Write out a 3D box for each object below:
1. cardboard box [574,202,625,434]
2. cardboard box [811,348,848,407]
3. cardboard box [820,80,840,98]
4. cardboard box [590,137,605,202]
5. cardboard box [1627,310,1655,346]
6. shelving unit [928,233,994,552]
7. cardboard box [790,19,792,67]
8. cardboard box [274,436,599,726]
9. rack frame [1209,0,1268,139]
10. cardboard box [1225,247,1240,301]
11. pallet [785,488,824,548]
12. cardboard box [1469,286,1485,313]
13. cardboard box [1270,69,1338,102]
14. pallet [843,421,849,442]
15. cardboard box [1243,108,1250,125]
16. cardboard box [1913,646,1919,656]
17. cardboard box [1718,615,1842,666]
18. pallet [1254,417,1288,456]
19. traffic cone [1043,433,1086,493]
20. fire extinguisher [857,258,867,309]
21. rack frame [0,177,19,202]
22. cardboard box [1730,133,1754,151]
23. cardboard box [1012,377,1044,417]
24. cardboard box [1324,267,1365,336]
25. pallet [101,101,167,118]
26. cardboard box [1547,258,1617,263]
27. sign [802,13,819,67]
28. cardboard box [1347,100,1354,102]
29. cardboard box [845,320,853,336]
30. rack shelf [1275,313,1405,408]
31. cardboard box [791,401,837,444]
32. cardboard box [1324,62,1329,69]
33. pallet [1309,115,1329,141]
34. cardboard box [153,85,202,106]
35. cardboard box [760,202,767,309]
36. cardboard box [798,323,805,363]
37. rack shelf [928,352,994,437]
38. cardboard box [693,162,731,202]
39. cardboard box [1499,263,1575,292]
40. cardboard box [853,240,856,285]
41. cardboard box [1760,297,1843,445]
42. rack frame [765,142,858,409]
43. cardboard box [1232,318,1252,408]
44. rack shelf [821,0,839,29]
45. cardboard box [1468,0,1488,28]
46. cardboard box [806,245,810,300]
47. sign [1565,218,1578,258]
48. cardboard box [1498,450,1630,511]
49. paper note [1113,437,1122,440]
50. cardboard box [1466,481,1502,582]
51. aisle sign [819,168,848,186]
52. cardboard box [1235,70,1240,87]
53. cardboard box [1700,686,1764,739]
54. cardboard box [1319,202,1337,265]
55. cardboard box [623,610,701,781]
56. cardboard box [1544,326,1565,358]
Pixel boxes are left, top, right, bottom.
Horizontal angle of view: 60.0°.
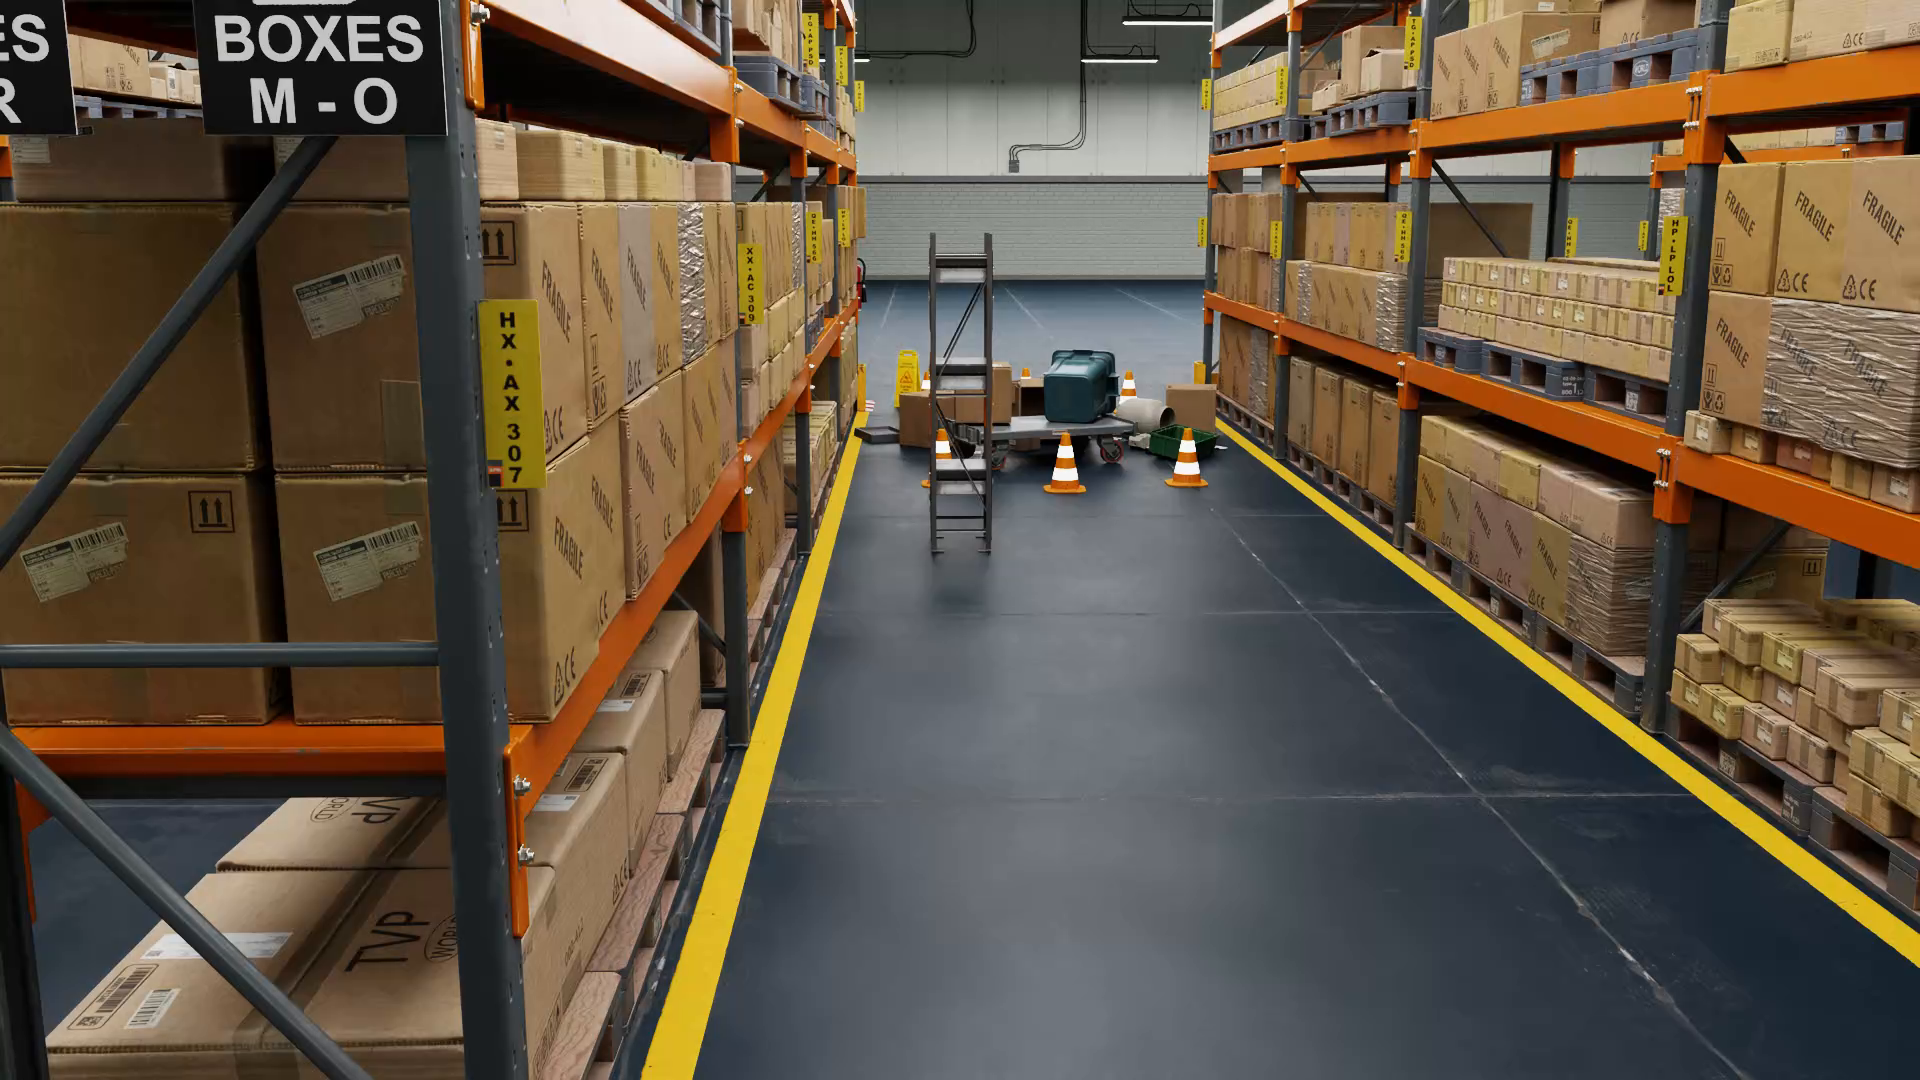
[{"bbox_3d":[-1.071,-0.525,3.838,0.500,0.500,0.500,-1,11,-3],"label":"cardboard box"},{"bbox_3d":[-1.318,-1.517,15.464,0.500,0.500,0.500,0,11,2],"label":"cardboard box"},{"bbox_3d":[-1.256,-3.974,14.686,0.380,0.149,0.250,0,11,-2],"label":"cardboard box"},{"bbox_3d":[-1.050,-0.872,3.915,0.380,0.149,0.250,-1,11,-3],"label":"cardboard box"},{"bbox_3d":[3.324,-0.982,7.682,0.380,0.149,0.250,0,11,-1],"label":"cardboard box"},{"bbox_3d":[0.003,-0.996,11.188,0.431,2.100,0.503,0,11,-1],"label":"shelving unit"},{"bbox_3d":[-1.115,-2.715,9.135,0.396,0.266,0.258,-1,11,-3],"label":"cardboard box"},{"bbox_3d":[-1.051,0.067,3.432,0.500,0.500,0.500,0,11,-2],"label":"cardboard box"},{"bbox_3d":[3.288,-5.948,18.245,1.000,3.000,0.127,0,11,-1],"label":"rack frame"},{"bbox_3d":[3.260,-2.787,17.375,0.875,0.550,0.550,0,11,-1],"label":"cardboard box"},{"bbox_3d":[-1.508,-0.166,11.847,1.003,0.211,1.213,0,11,-1],"label":"pallet"},{"bbox_3d":[3.279,-1.442,9.952,0.380,0.149,0.250,-1,11,-3],"label":"cardboard box"},{"bbox_3d":[3.104,-4.107,15.035,0.500,0.250,0.500,0,11,-2],"label":"cardboard box"},{"bbox_3d":[-1.654,-1.182,16.856,1.003,0.211,1.213,0,11,-1],"label":"pallet"},{"bbox_3d":[3.011,-4.189,16.443,0.380,0.149,0.250,0,11,-1],"label":"cardboard box"},{"bbox_3d":[3.788,0.499,6.174,0.380,0.149,0.250,0,11,1],"label":"cardboard box"},{"bbox_3d":[3.282,0.401,6.654,0.380,0.149,0.250,0,11,2],"label":"cardboard box"},{"bbox_3d":[3.433,-0.998,15.947,1.003,0.211,1.213,0,11,-1],"label":"pallet"},{"bbox_3d":[0.855,-0.635,13.525,0.336,0.463,0.334,0,11,-1],"label":"traffic cone"},{"bbox_3d":[-1.201,-2.954,18.772,0.296,0.674,0.183,0,11,-1],"label":"fire extinguisher"},{"bbox_3d":[-6.456,-1.356,10.700,1.000,3.000,0.127,0,11,-1],"label":"rack frame"},{"bbox_3d":[8.039,-4.004,16.582,0.500,0.250,0.500,0,11,1],"label":"cardboard box"},{"bbox_3d":[0.909,-1.405,17.221,0.797,0.503,0.637,-10,15,-40],"label":"cardboard box"},{"bbox_3d":[3.142,-1.856,12.910,0.500,0.500,0.500,0,11,0],"label":"cardboard box"},{"bbox_3d":[-6.586,-3.091,12.179,1.003,0.211,1.213,0,11,1],"label":"pallet"},{"bbox_3d":[3.922,-1.697,10.456,0.380,0.149,0.250,-1,11,-3],"label":"cardboard box"},{"bbox_3d":[-0.939,-3.140,10.450,0.100,0.325,0.005,0,11,-1],"label":"sign"},{"bbox_3d":[3.197,-3.499,12.748,0.396,0.266,0.258,0,11,-1],"label":"cardboard box"},{"bbox_3d":[-1.301,-2.178,17.093,0.380,0.149,0.250,0,11,1],"label":"cardboard box"},{"bbox_3d":[3.412,-1.463,13.035,1.077,0.370,4.000,0,11,-1],"label":"rack shelf"},{"bbox_3d":[-1.563,-0.986,14.429,0.950,0.372,0.625,0,11,0],"label":"cardboard box"},{"bbox_3d":[3.680,-4.482,15.881,0.380,0.149,0.250,0,11,-1],"label":"cardboard box"},{"bbox_3d":[3.439,-3.407,13.746,0.805,0.209,1.217,-1,11,-3],"label":"pallet"},{"bbox_3d":[-6.212,-3.536,13.223,0.380,0.149,0.250,0,11,-1],"label":"cardboard box"},{"bbox_3d":[-1.171,-1.311,7.710,0.500,0.500,0.500,0,11,-1],"label":"cardboard box"},{"bbox_3d":[-1.224,-1.204,10.329,0.500,0.250,0.500,-1,11,-3],"label":"cardboard box"},{"bbox_3d":[0.003,-0.983,11.191,0.431,0.518,0.480,0,11,-1],"label":"rack shelf"},{"bbox_3d":[-1.086,-1.379,6.416,0.380,0.149,0.250,0,11,-2],"label":"cardboard box"},{"bbox_3d":[3.290,-1.491,9.442,0.380,0.149,0.250,0,11,1],"label":"cardboard box"},{"bbox_3d":[-1.367,-2.956,17.586,0.500,0.500,0.500,0,11,-1],"label":"cardboard box"},{"bbox_3d":[3.312,-0.620,6.069,0.500,0.500,0.500,0,11,-1],"label":"cardboard box"},{"bbox_3d":[-1.659,-2.968,18.643,1.000,3.000,0.127,0,11,-1],"label":"rack frame"},{"bbox_3d":[3.388,-1.863,17.486,0.875,0.875,0.875,0,11,-2],"label":"cardboard box"},{"bbox_3d":[-1.535,-4.166,12.279,1.077,0.370,4.000,0,11,-1],"label":"rack shelf"},{"bbox_3d":[3.197,-3.128,9.712,0.396,0.266,0.258,0,11,-1],"label":"cardboard box"},{"bbox_3d":[-1.271,-1.868,11.168,0.500,0.500,0.500,-1,11,-3],"label":"cardboard box"},{"bbox_3d":[3.996,-1.951,10.916,0.100,0.325,0.005,0,11,-1],"label":"sign"},{"bbox_3d":[3.245,-0.325,8.962,0.500,0.250,0.500,-1,11,-4],"label":"cardboard box"},{"bbox_3d":[1.513,-1.016,16.512,0.172,0.023,0.155,4,12,18],"label":"paper note"},{"bbox_3d":[3.242,-0.055,9.516,0.500,0.500,0.500,-1,11,-3],"label":"cardboard box"},{"bbox_3d":[-1.370,-4.255,18.451,0.394,0.787,0.004,0,11,-1],"label":"aisle sign"},{"bbox_3d":[3.002,-4.680,16.859,0.380,0.149,0.250,0,11,-2],"label":"cardboard box"},{"bbox_3d":[3.228,0.695,6.702,0.380,0.149,0.250,0,11,1],"label":"cardboard box"},{"bbox_3d":[3.399,-2.551,13.823,0.700,0.500,0.500,0,11,-2],"label":"cardboard box"},{"bbox_3d":[-1.505,0.593,6.480,0.875,0.438,0.875,0,11,-2],"label":"cardboard box"},{"bbox_3d":[3.300,-1.042,8.729,0.380,0.149,0.250,0,11,1],"label":"cardboard box"}]
